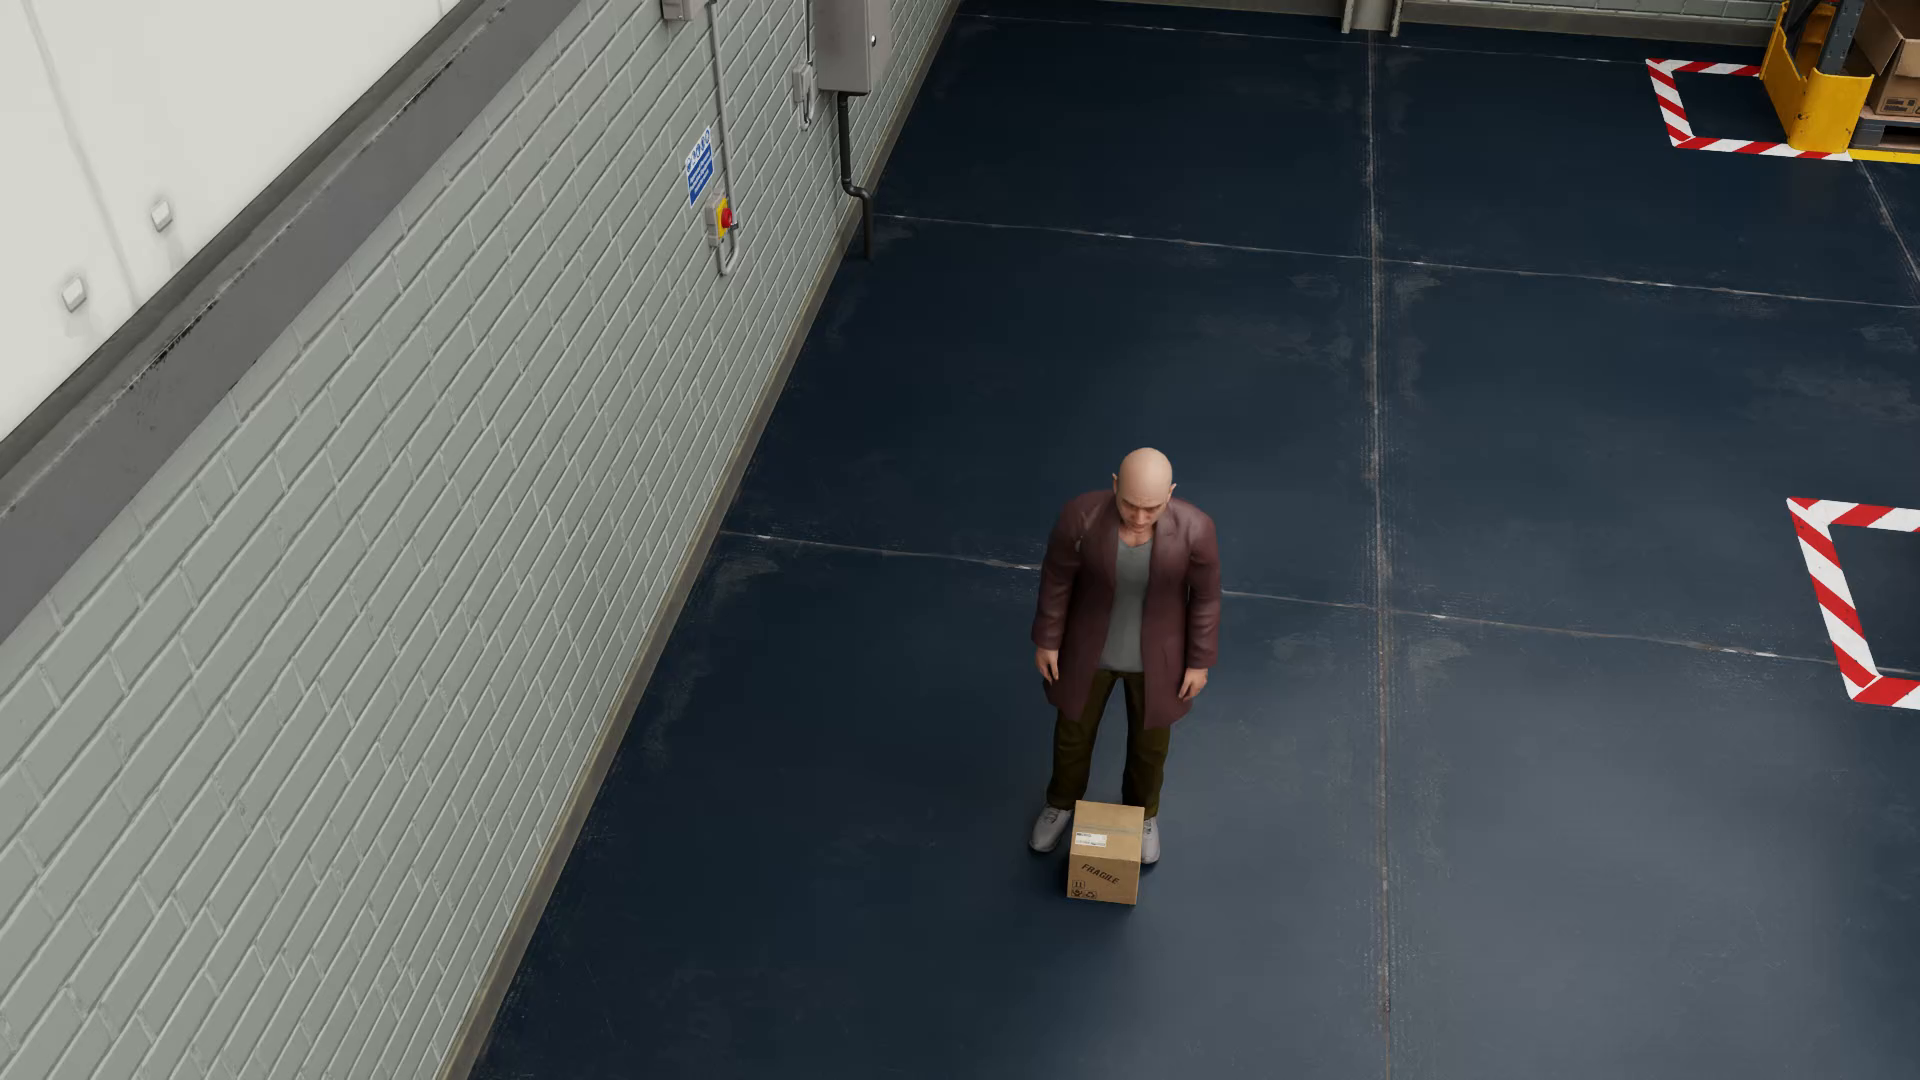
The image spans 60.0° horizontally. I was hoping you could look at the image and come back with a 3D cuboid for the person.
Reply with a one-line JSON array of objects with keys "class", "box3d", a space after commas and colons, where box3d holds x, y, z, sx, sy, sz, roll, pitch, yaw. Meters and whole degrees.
[{"class": "person", "box3d": [0.559, 0.386, 5.709, 0.642, 1.773, 0.428, 7, 40, 8]}]
